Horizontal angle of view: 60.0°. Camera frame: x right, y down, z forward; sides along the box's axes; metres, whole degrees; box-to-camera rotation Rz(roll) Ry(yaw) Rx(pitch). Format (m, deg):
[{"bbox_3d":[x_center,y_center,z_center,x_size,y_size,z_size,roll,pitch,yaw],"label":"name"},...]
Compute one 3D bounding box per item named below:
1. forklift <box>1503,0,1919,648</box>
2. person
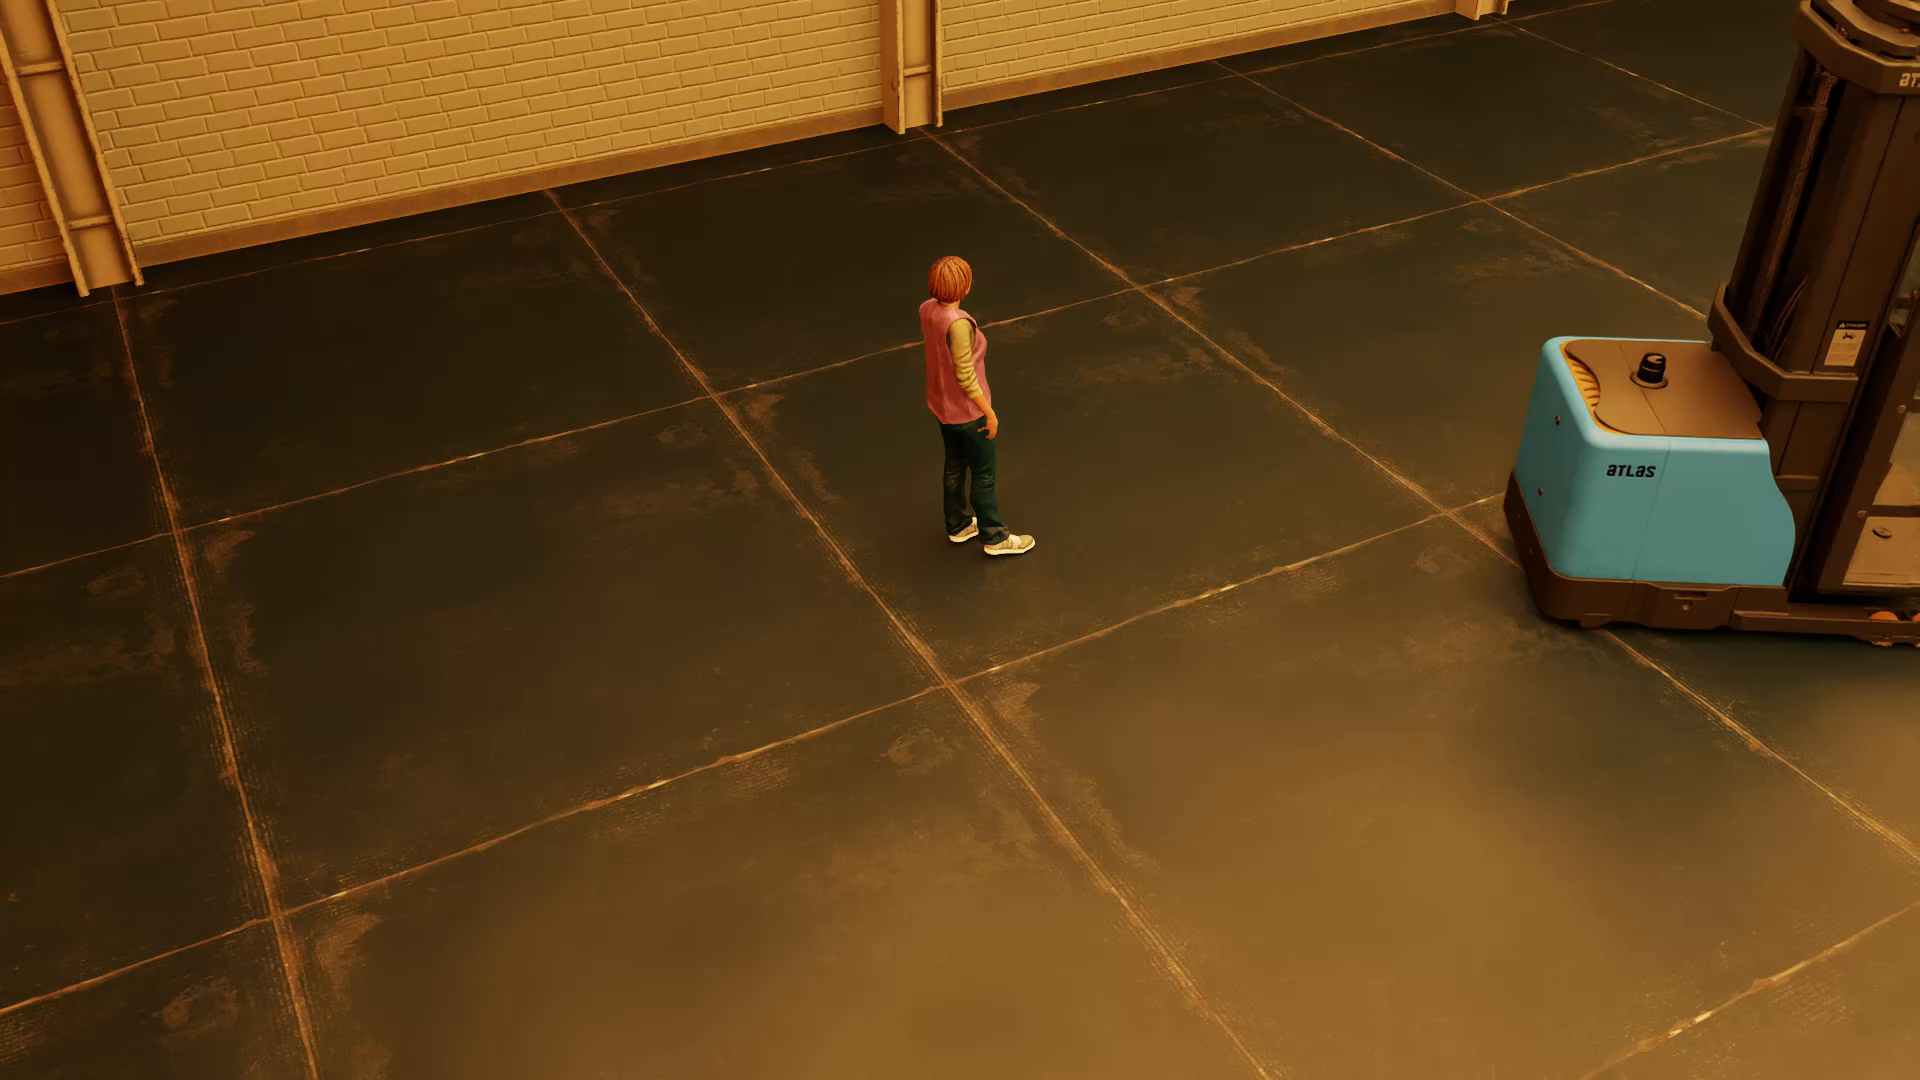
[{"bbox_3d":[4.349,-1.002,7.541,3.031,2.935,1.130,2,35,3],"label":"forklift"},{"bbox_3d":[0.073,-0.671,8.215,0.473,1.599,0.520,-17,39,-23],"label":"person"}]
